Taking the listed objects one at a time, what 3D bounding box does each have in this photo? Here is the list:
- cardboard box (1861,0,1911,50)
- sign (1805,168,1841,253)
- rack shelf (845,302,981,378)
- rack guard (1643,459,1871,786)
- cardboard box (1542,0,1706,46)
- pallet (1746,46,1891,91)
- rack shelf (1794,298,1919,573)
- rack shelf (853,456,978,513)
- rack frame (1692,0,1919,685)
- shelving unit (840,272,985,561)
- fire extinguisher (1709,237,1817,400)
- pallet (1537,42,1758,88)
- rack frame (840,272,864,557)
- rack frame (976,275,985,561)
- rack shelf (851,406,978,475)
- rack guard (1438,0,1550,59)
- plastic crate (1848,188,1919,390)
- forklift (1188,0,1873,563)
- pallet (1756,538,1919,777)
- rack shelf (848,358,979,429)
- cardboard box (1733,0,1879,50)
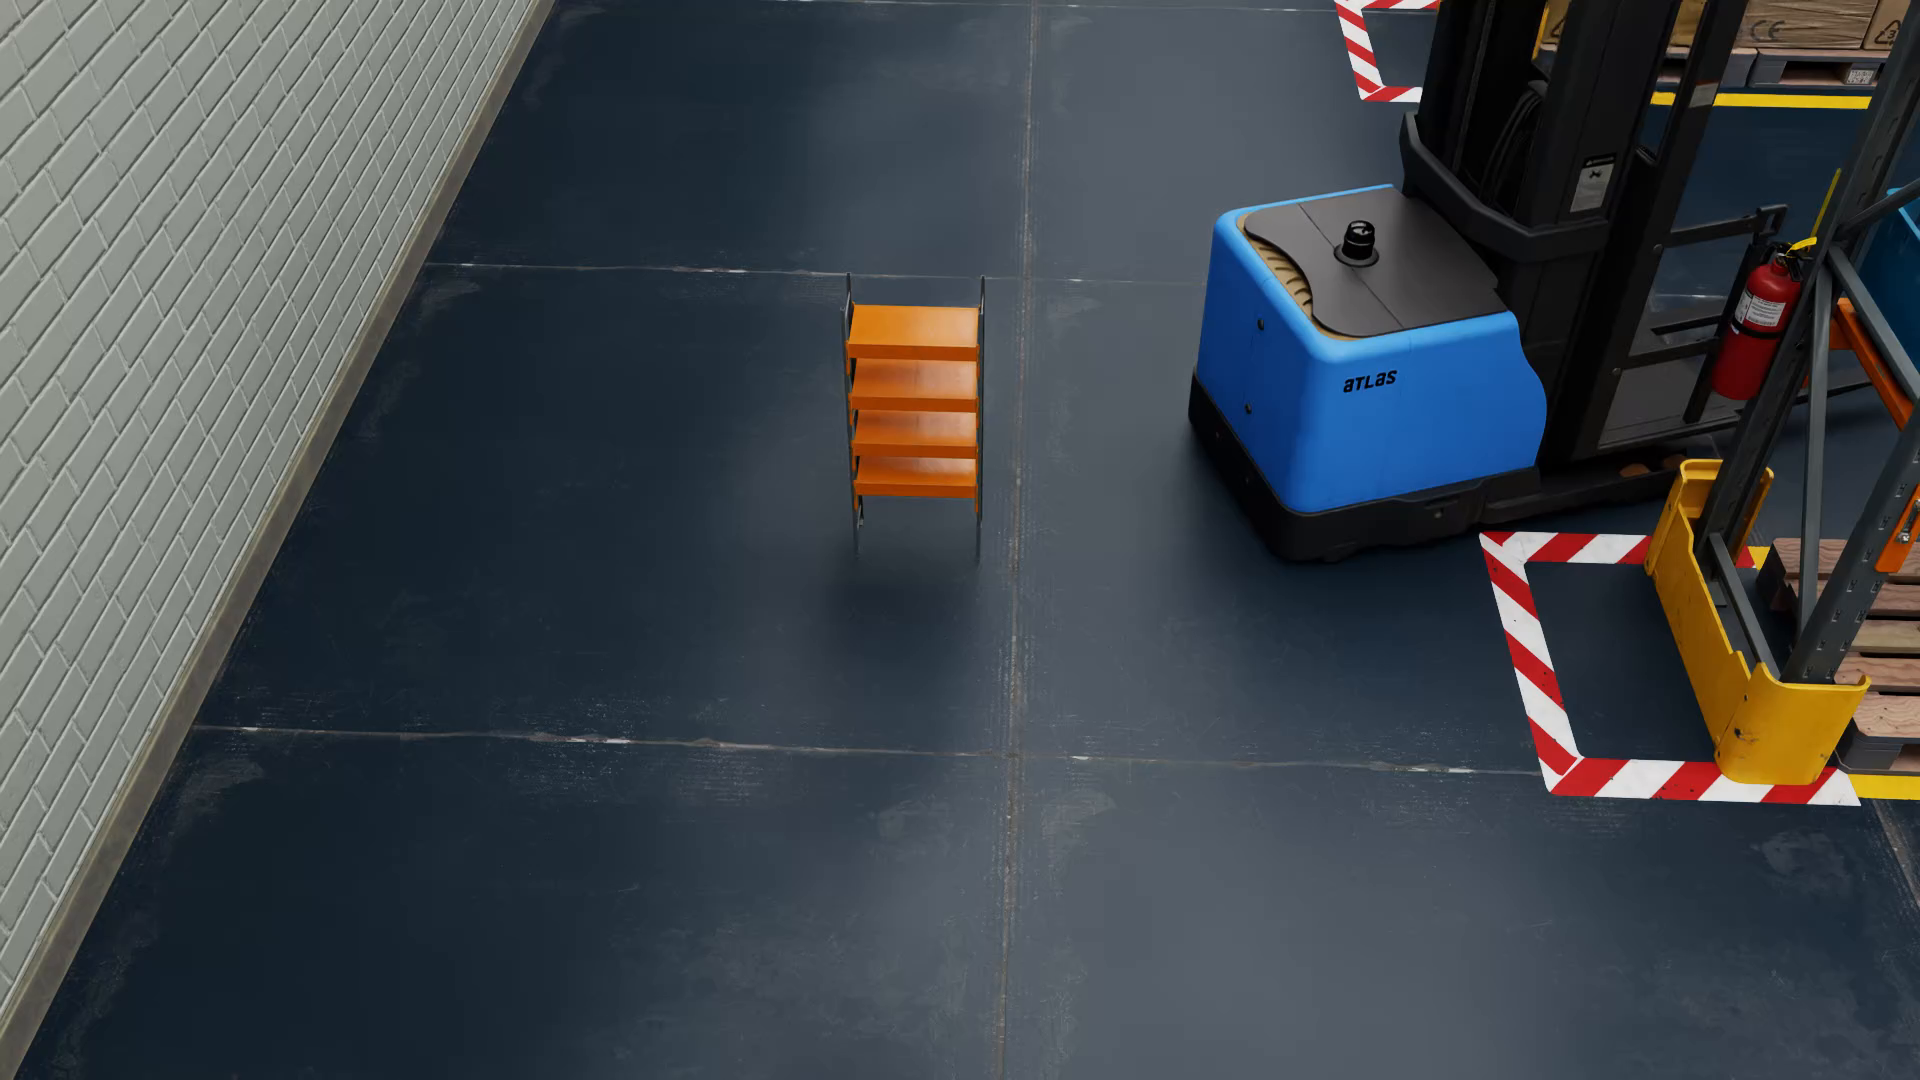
[{"bbox_3d":[5.568,-3.375,9.423,0.875,0.875,0.875,2,43,2],"label":"cardboard box"},{"bbox_3d":[2.912,-1.081,5.591,0.005,0.325,0.100,2,43,2],"label":"sign"},{"bbox_3d":[-0.165,-0.732,6.079,0.480,0.148,0.258,2,43,2],"label":"rack shelf"},{"bbox_3d":[2.879,0.276,6.087,0.348,0.500,1.175,2,43,2],"label":"rack guard"},{"bbox_3d":[3.770,-3.430,9.482,0.875,0.875,0.875,2,43,2],"label":"cardboard box"},{"bbox_3d":[5.144,-2.988,9.803,1.213,0.211,1.003,2,43,2],"label":"pallet"},{"bbox_3d":[4.902,-0.322,5.423,4.000,0.370,1.077,2,43,2],"label":"rack shelf"},{"bbox_3d":[-0.165,-0.250,6.528,0.480,0.148,0.258,2,43,2],"label":"rack shelf"},{"bbox_3d":[2.904,-0.647,5.244,0.127,3.000,1.000,2,43,2],"label":"rack frame"},{"bbox_3d":[-0.165,-0.444,6.346,0.503,1.200,0.258,2,43,2],"label":"shelving unit"},{"bbox_3d":[2.773,-0.796,5.734,0.183,0.674,0.296,2,43,2],"label":"fire extinguisher"},{"bbox_3d":[3.929,-3.028,9.845,1.213,0.211,1.003,2,43,2],"label":"pallet"},{"bbox_3d":[-0.409,-0.452,6.355,0.015,1.200,0.240,2,43,2],"label":"rack frame"},{"bbox_3d":[0.078,-0.437,6.338,0.015,1.200,0.240,2,43,2],"label":"rack frame"},{"bbox_3d":[-0.165,-0.395,6.392,0.480,0.148,0.258,2,43,2],"label":"rack shelf"},{"bbox_3d":[3.103,-3.105,9.717,0.348,0.500,1.175,2,43,2],"label":"rack guard"},{"bbox_3d":[3.246,-0.798,5.337,0.499,0.435,0.616,2,43,2],"label":"plastic crate"},{"bbox_3d":[2.566,-1.561,6.276,3.031,2.935,1.130,-12,44,-12],"label":"forklift"},{"bbox_3d":[3.726,0.425,6.138,1.213,0.211,1.003,2,43,2],"label":"pallet"},{"bbox_3d":[-0.165,-0.559,6.240,0.480,0.148,0.258,2,43,2],"label":"rack shelf"},{"bbox_3d":[4.679,-3.402,9.452,0.875,0.875,0.875,2,43,2],"label":"cardboard box"}]
